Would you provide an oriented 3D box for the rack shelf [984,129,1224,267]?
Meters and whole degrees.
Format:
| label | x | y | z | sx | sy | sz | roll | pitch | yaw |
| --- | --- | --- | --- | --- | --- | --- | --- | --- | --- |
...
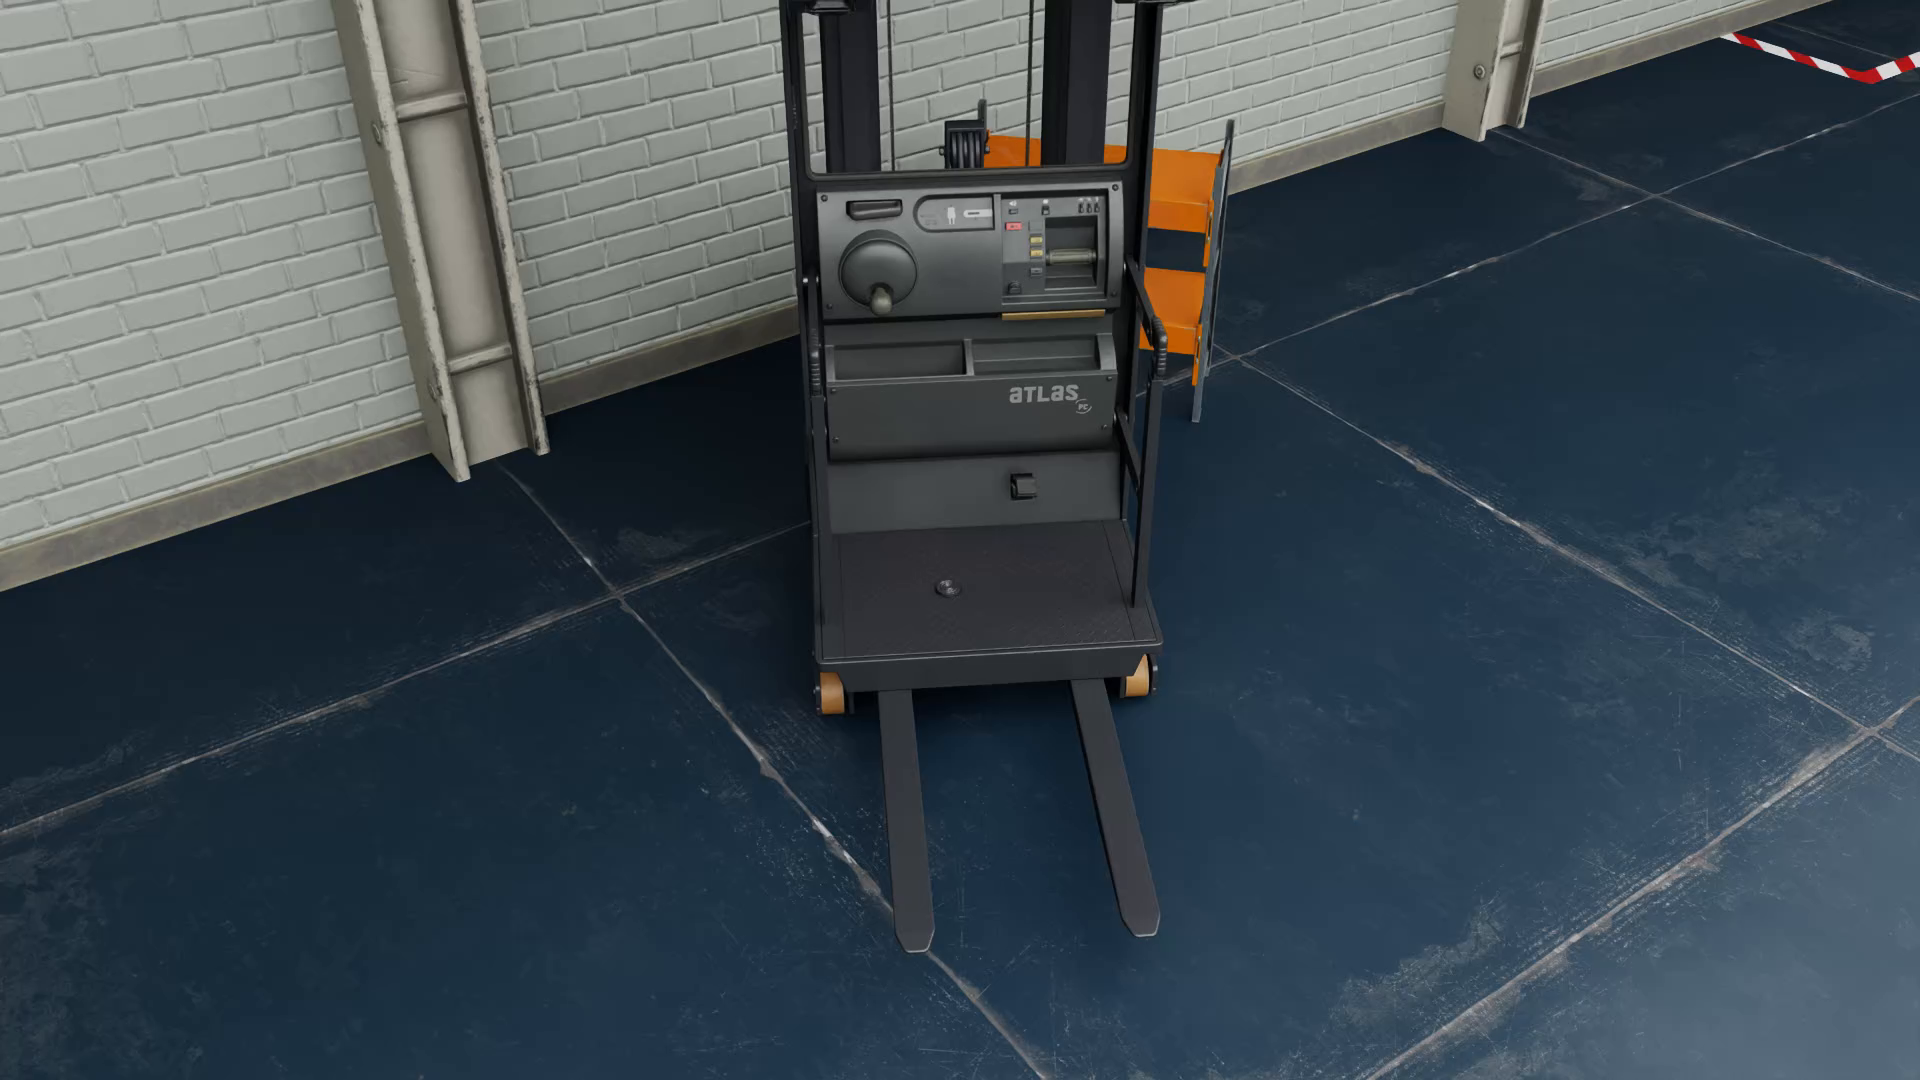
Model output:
| label | x | y | z | sx | sy | sz | roll | pitch | yaw |
| --- | --- | --- | --- | --- | --- | --- | --- | --- | --- |
| rack shelf | 0.538 | -1.391 | 6.720 | 1.000 | 0.278 | 0.538 | 7 | 36 | 10 |

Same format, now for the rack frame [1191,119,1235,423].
| label | x | y | z | sx | sy | sz | roll | pitch | yaw |
| --- | --- | --- | --- | --- | --- | --- | --- | --- | --- |
| rack frame | 1.034 | -1.089 | 6.801 | 0.032 | 1.125 | 0.500 | 7 | 36 | 10 |

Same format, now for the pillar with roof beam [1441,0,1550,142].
| label | x | y | z | sx | sy | sz | roll | pitch | yaw |
| --- | --- | --- | --- | --- | --- | --- | --- | --- | --- |
| pillar with roof beam | 5.474 | -3.983 | 4.080 | 0.400 | 9.000 | 9.100 | -22 | 41 | -28 |

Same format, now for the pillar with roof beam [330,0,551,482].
| label | x | y | z | sx | sy | sz | roll | pitch | yaw |
| --- | --- | --- | --- | --- | --- | --- | --- | --- | --- |
| pillar with roof beam | 0.569 | -1.964 | 1.274 | 0.400 | 9.000 | 9.100 | -22 | 41 | -28 |

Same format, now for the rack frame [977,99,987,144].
| label | x | y | z | sx | sy | sz | roll | pitch | yaw |
| --- | --- | --- | --- | --- | --- | --- | --- | --- | --- |
| rack frame | 0.042 | -1.218 | 6.981 | 0.032 | 1.125 | 0.500 | 7 | 36 | 10 |

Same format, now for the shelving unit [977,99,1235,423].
| label | x | y | z | sx | sy | sz | roll | pitch | yaw |
| --- | --- | --- | --- | --- | --- | --- | --- | --- | --- |
| shelving unit | 0.538 | -1.154 | 6.891 | 1.048 | 1.125 | 0.538 | 7 | 36 | 10 |

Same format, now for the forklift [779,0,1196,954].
| label | x | y | z | sx | sy | sz | roll | pitch | yaw |
| --- | --- | --- | --- | --- | --- | --- | --- | --- | --- |
| forklift | 0.055 | -0.824 | 4.885 | 1.130 | 2.935 | 3.031 | -3 | 36 | -4 |

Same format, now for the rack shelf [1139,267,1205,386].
| label | x | y | z | sx | sy | sz | roll | pitch | yaw |
| --- | --- | --- | --- | --- | --- | --- | --- | --- | --- |
| rack shelf | 0.538 | -0.955 | 7.033 | 1.000 | 0.278 | 0.538 | 7 | 36 | 10 |
